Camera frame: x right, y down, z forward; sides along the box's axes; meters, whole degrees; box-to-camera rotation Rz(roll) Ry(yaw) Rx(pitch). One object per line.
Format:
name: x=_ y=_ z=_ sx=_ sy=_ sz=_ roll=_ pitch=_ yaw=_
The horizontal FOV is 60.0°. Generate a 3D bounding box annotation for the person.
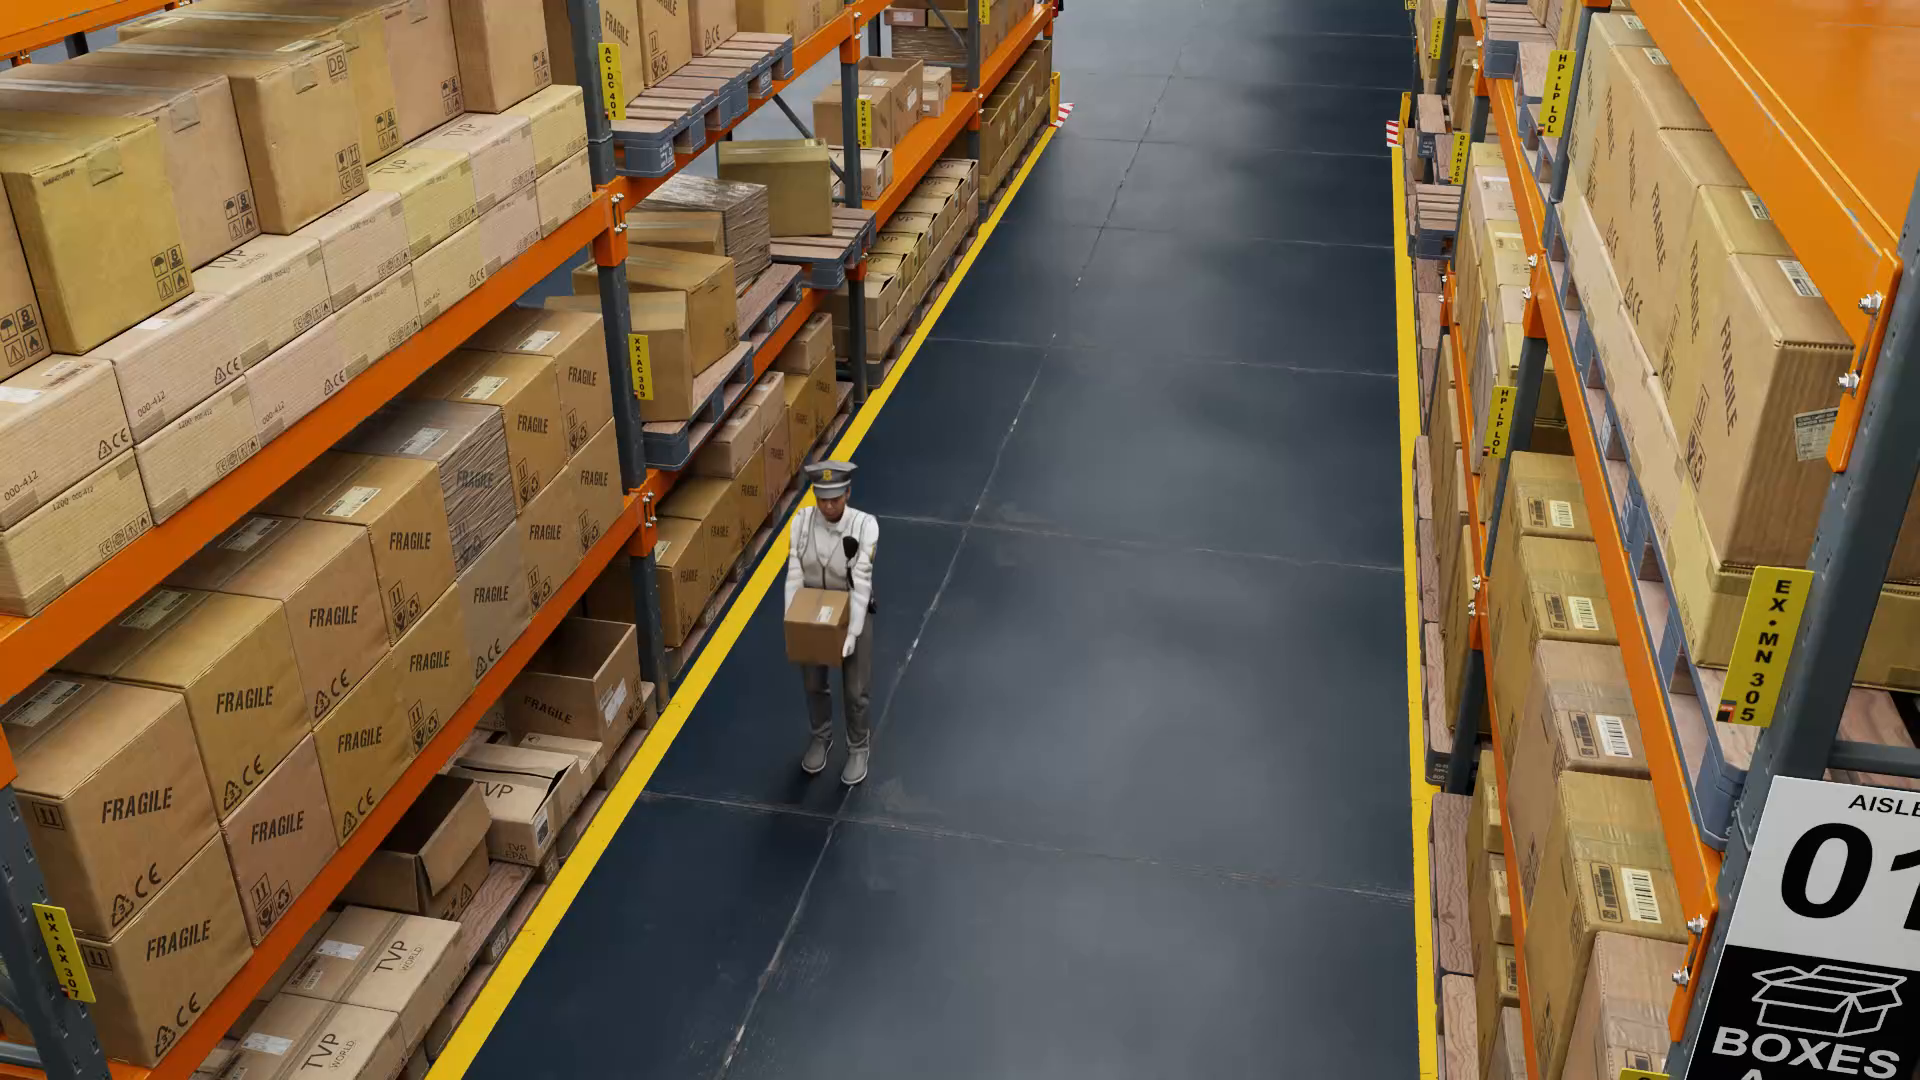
person: x=-0.601 y=0.405 z=7.868 sx=0.416 sy=1.684 sz=0.530 roll=5 pitch=29 yaw=10
